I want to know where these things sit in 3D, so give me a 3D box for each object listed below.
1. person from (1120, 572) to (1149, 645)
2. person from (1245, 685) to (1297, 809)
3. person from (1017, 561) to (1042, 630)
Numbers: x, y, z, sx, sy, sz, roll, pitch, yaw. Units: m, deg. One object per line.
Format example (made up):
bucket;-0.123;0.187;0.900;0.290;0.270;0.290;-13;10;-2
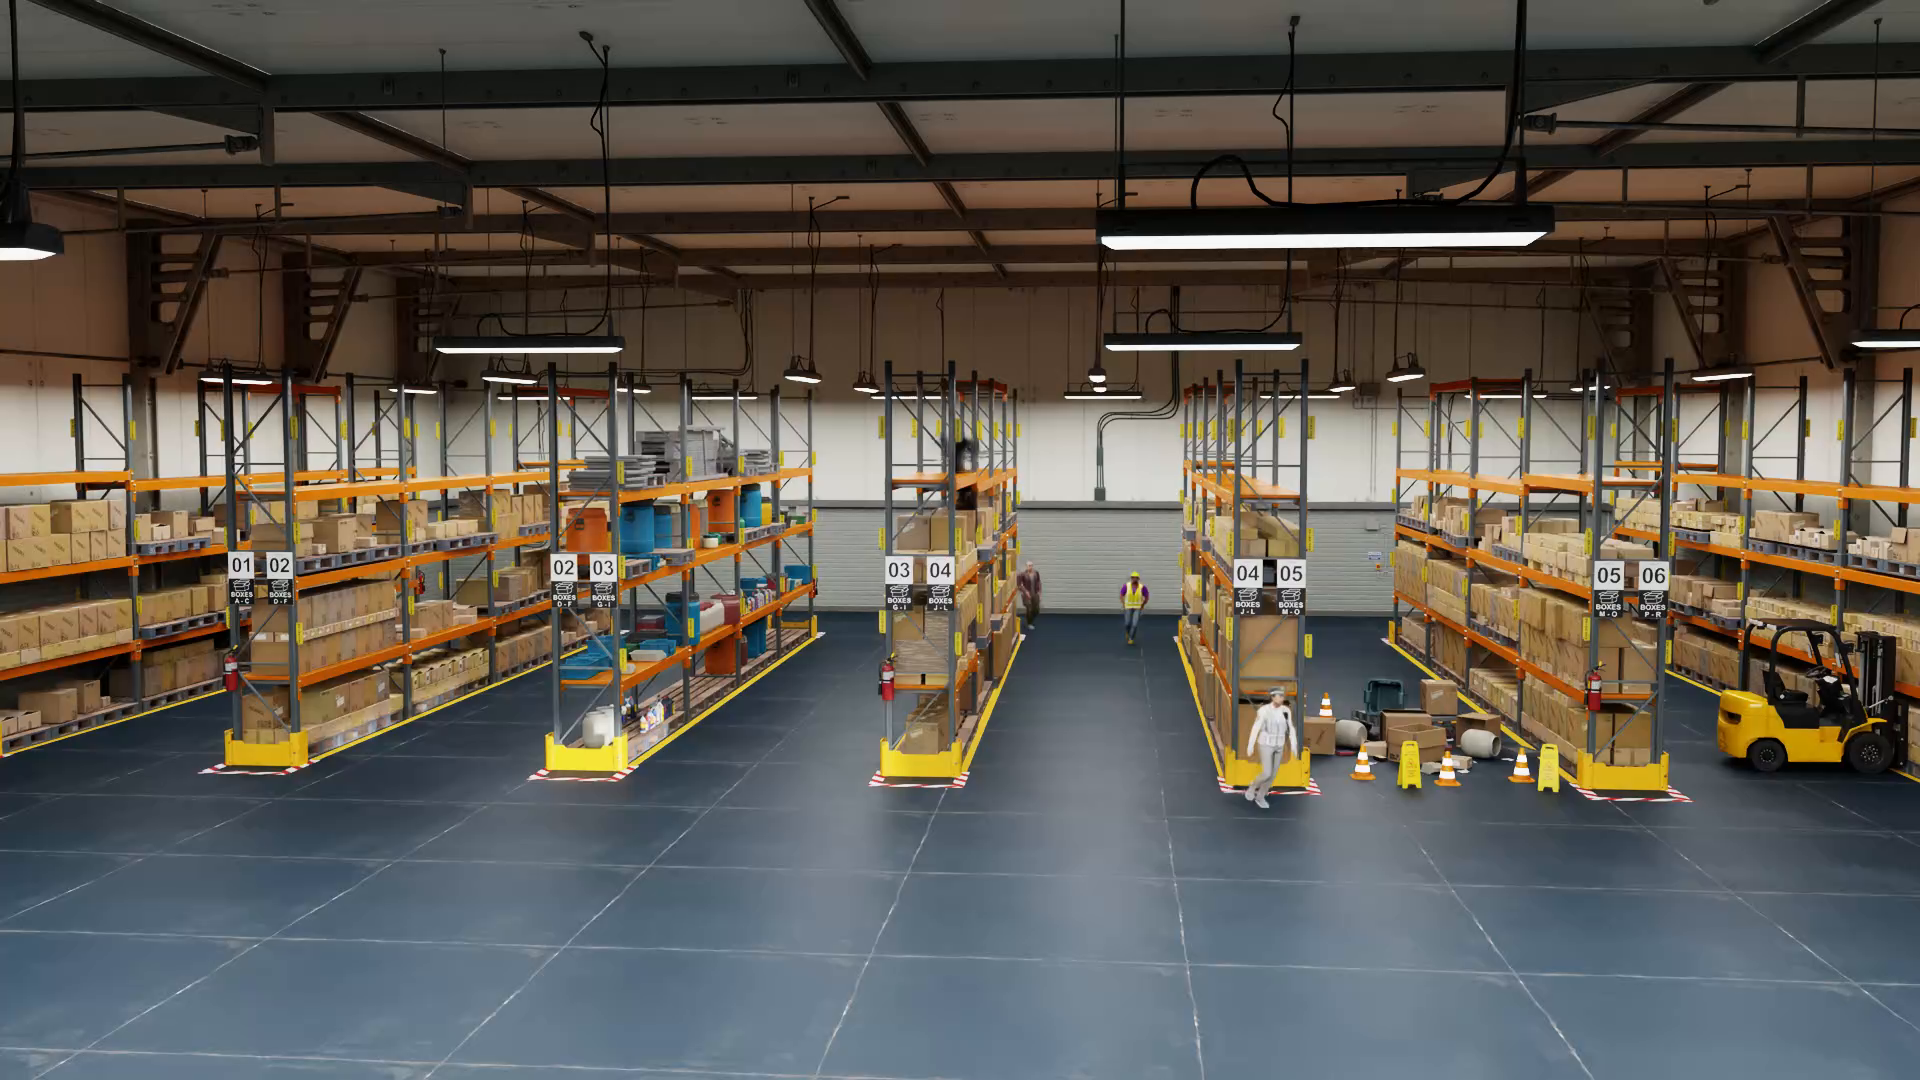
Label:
person;4.078;1.591;38.946;0.683;1.710;0.574;1;4;12
person;4.129;2.733;22.028;0.600;1.663;0.543;-2;4;-22
person;1.731;1.390;41.917;0.713;1.724;0.624;-2;4;-25
